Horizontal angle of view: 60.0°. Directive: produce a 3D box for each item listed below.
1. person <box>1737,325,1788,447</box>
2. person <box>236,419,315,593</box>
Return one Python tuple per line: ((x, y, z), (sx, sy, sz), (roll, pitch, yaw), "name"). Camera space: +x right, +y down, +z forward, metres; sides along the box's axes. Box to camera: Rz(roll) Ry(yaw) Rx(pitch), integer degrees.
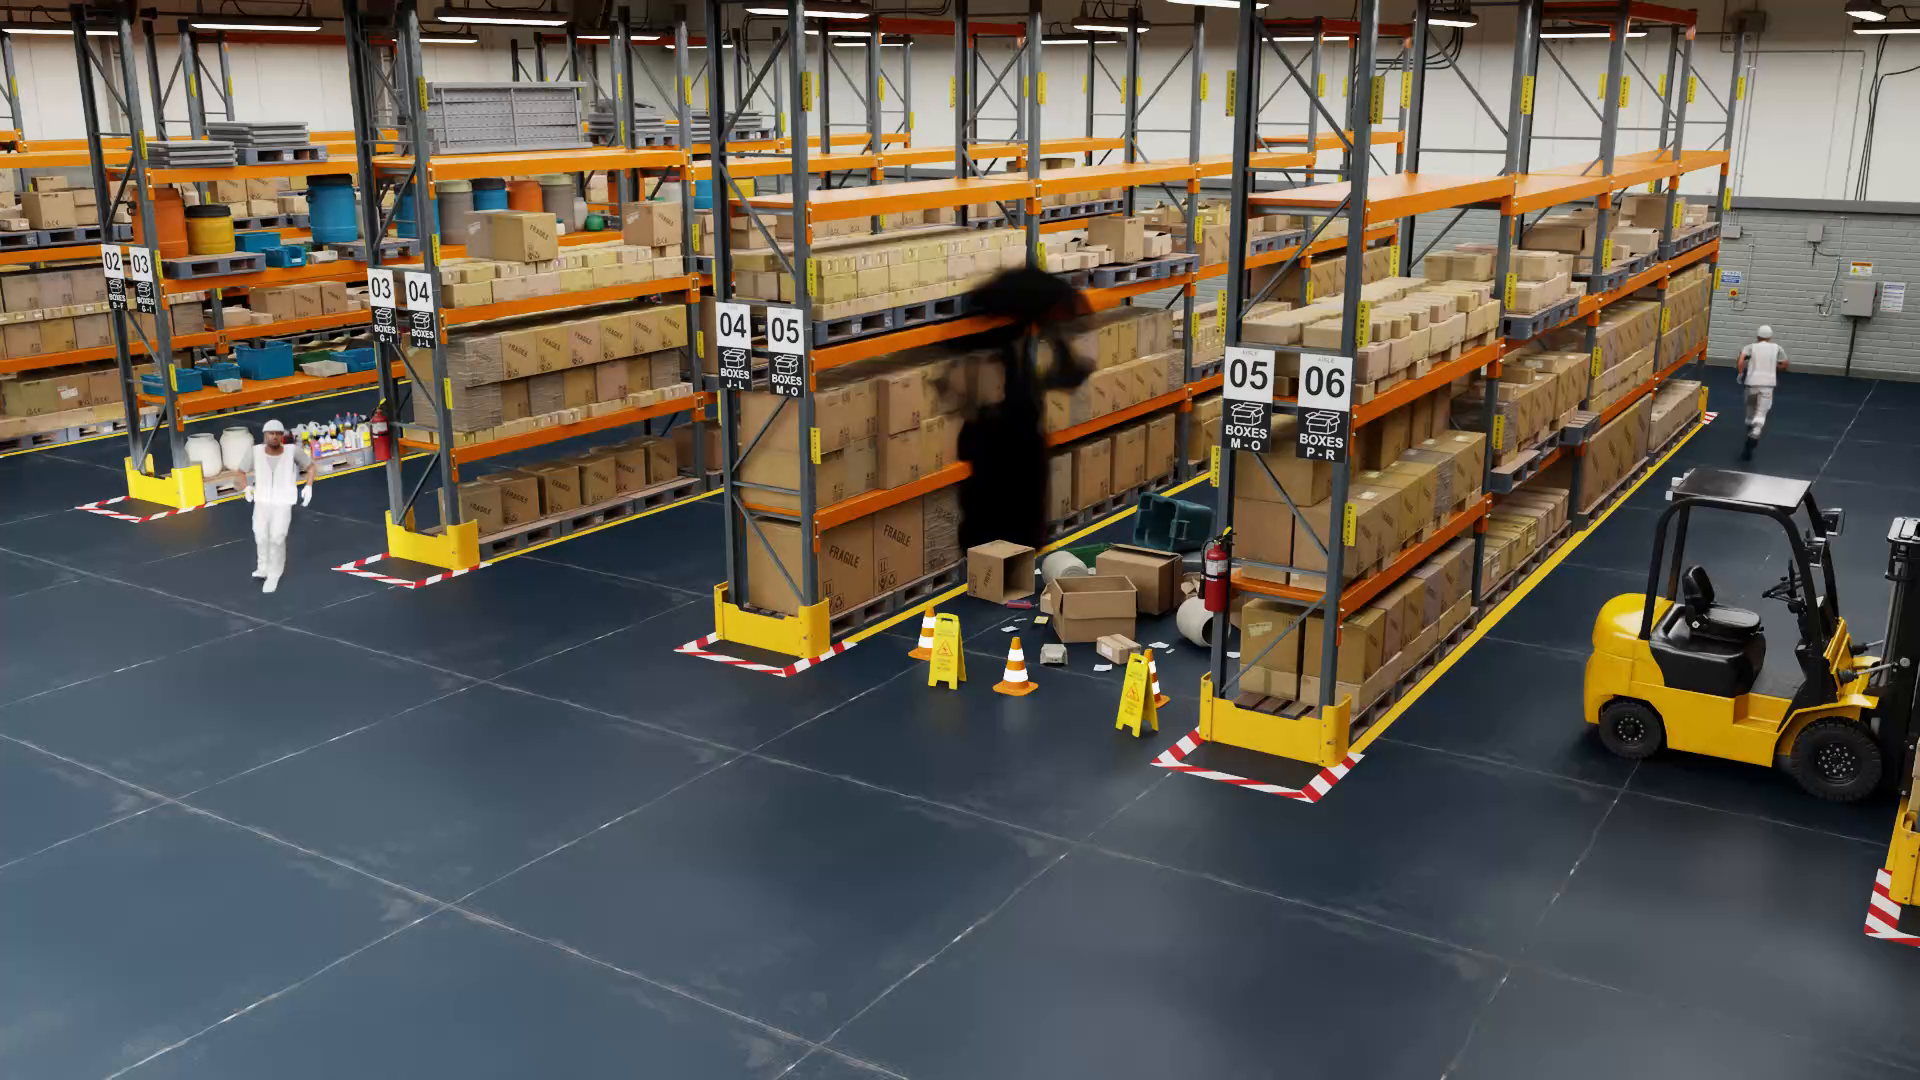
((11.356, -2.139, 23.630), (0.658, 1.779, 1.126), (8, 17, 26), "person")
((-7.119, -0.372, 17.326), (0.743, 1.795, 0.679), (-2, 16, -8), "person")
